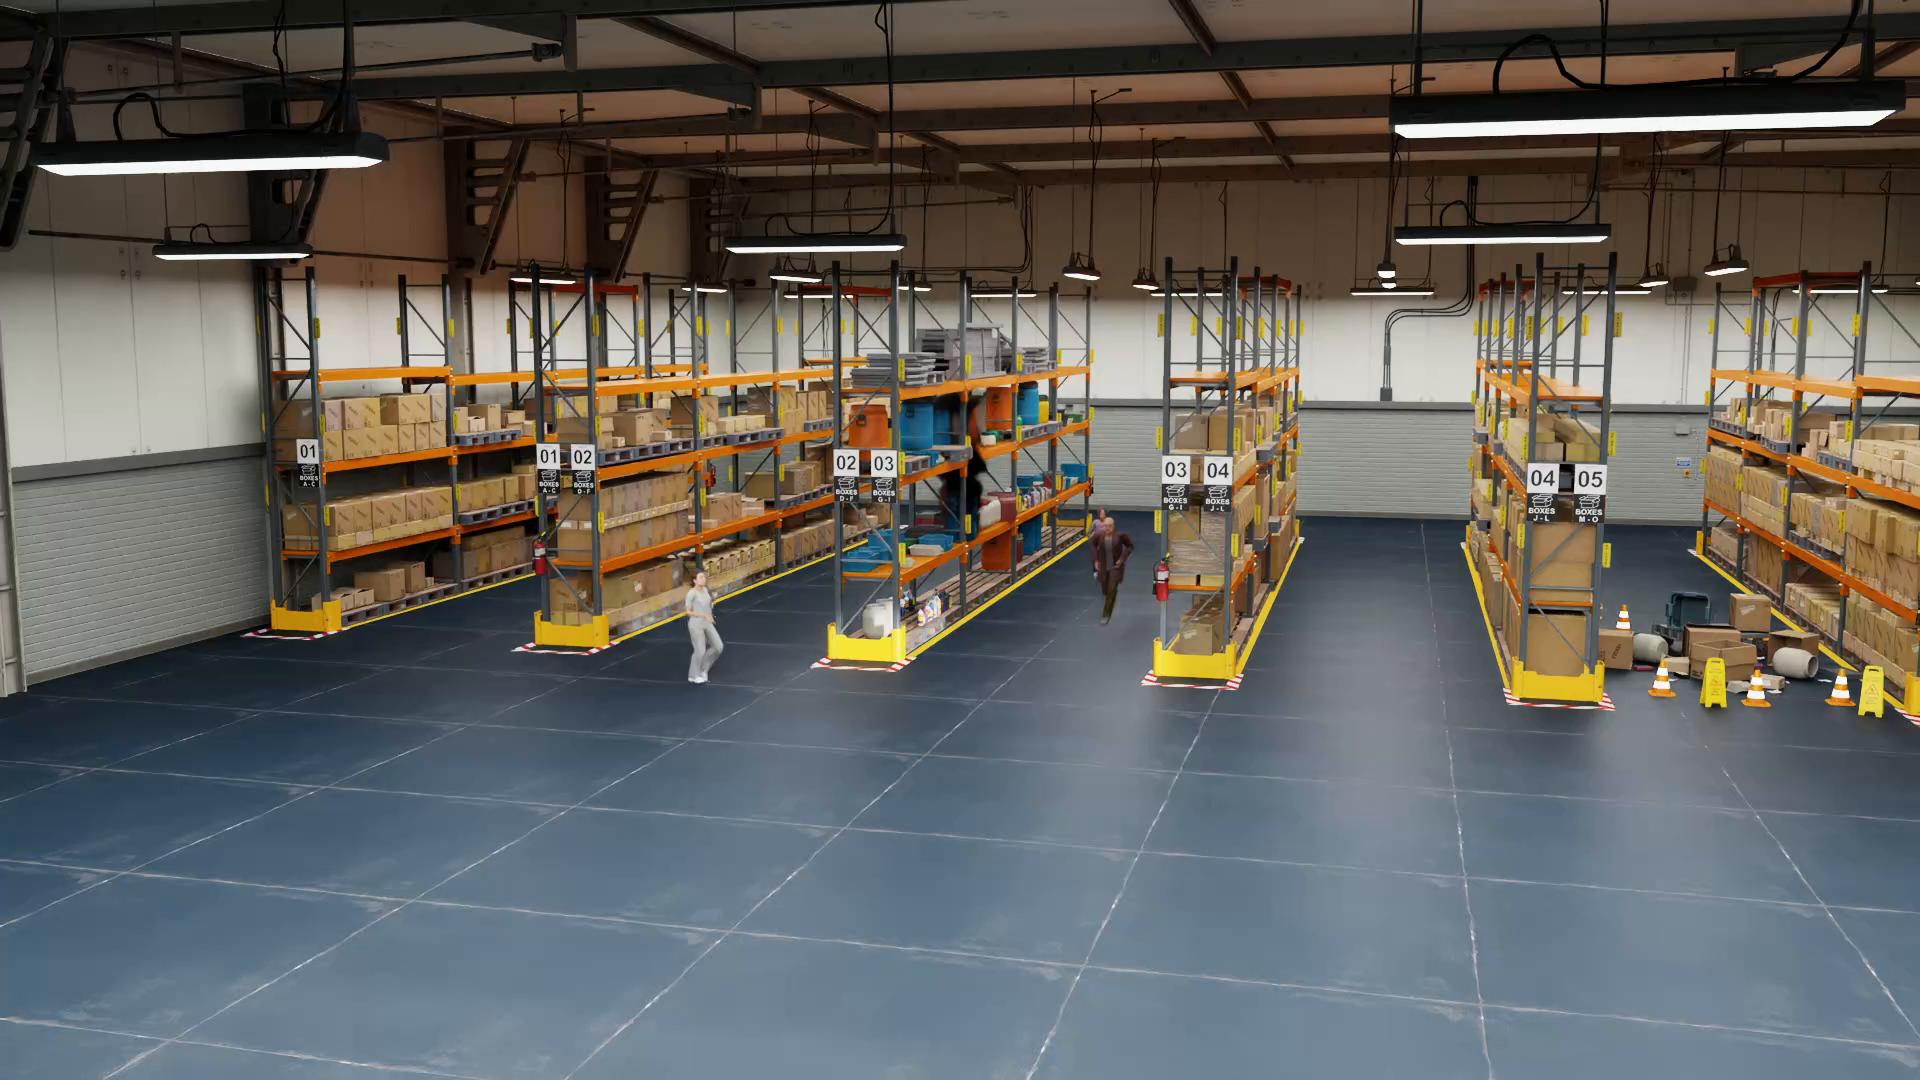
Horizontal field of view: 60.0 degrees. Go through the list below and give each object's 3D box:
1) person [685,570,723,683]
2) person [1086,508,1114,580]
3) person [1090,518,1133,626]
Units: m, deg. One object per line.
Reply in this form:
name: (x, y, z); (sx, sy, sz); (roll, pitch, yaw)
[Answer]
person: (-3.616, 1.219, 23.389); (0.606, 1.626, 0.538); (6, 9, 37)
person: (2.711, 0.099, 32.046); (0.565, 1.460, 0.901); (-1, 7, -4)
person: (2.465, 0.471, 26.946); (0.713, 1.740, 0.895); (2, 7, 12)
